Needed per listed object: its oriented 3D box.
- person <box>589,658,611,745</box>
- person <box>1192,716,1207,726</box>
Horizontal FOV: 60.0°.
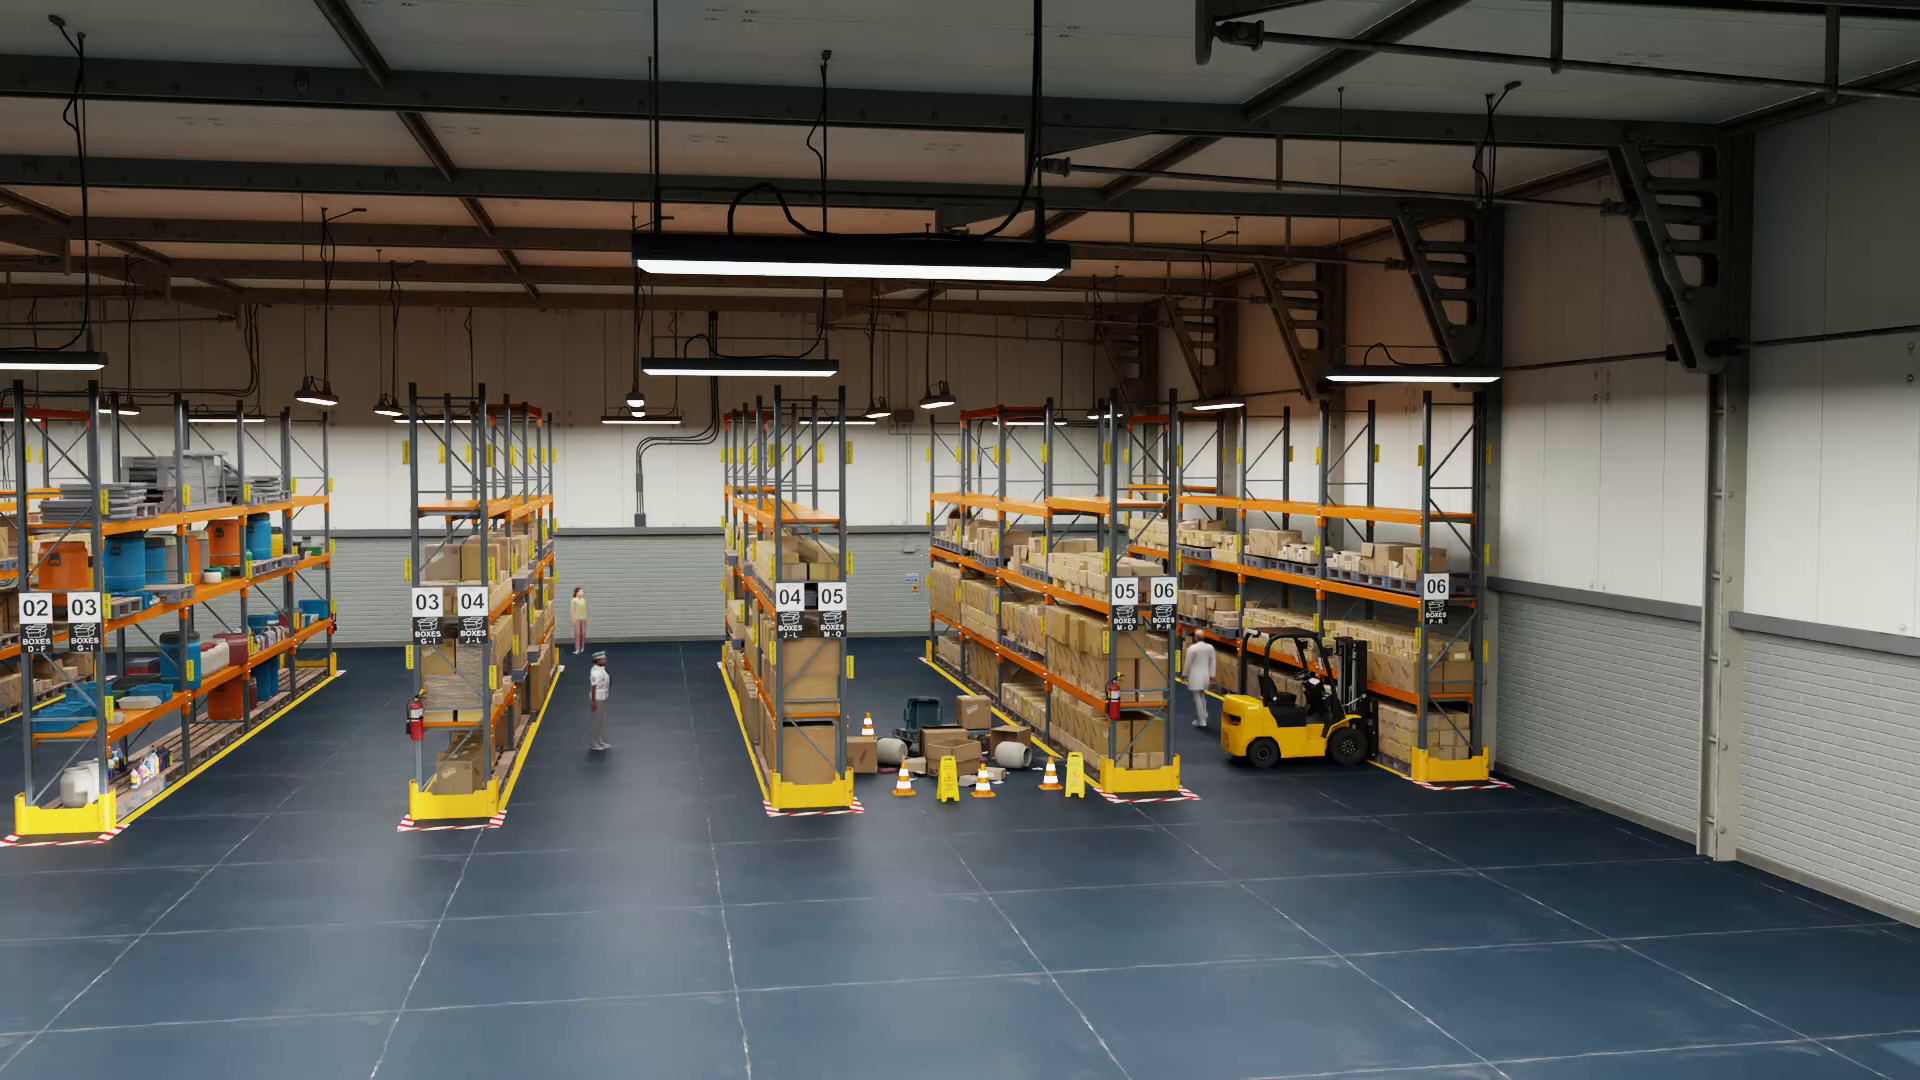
[{"bbox_3d":[-6.142,2.701,28.351,0.344,1.587,0.564,0,3,3],"label":"person"},{"bbox_3d":[4.454,3.338,30.701,0.317,0.262,0.560,-1,3,-20],"label":"person"}]
